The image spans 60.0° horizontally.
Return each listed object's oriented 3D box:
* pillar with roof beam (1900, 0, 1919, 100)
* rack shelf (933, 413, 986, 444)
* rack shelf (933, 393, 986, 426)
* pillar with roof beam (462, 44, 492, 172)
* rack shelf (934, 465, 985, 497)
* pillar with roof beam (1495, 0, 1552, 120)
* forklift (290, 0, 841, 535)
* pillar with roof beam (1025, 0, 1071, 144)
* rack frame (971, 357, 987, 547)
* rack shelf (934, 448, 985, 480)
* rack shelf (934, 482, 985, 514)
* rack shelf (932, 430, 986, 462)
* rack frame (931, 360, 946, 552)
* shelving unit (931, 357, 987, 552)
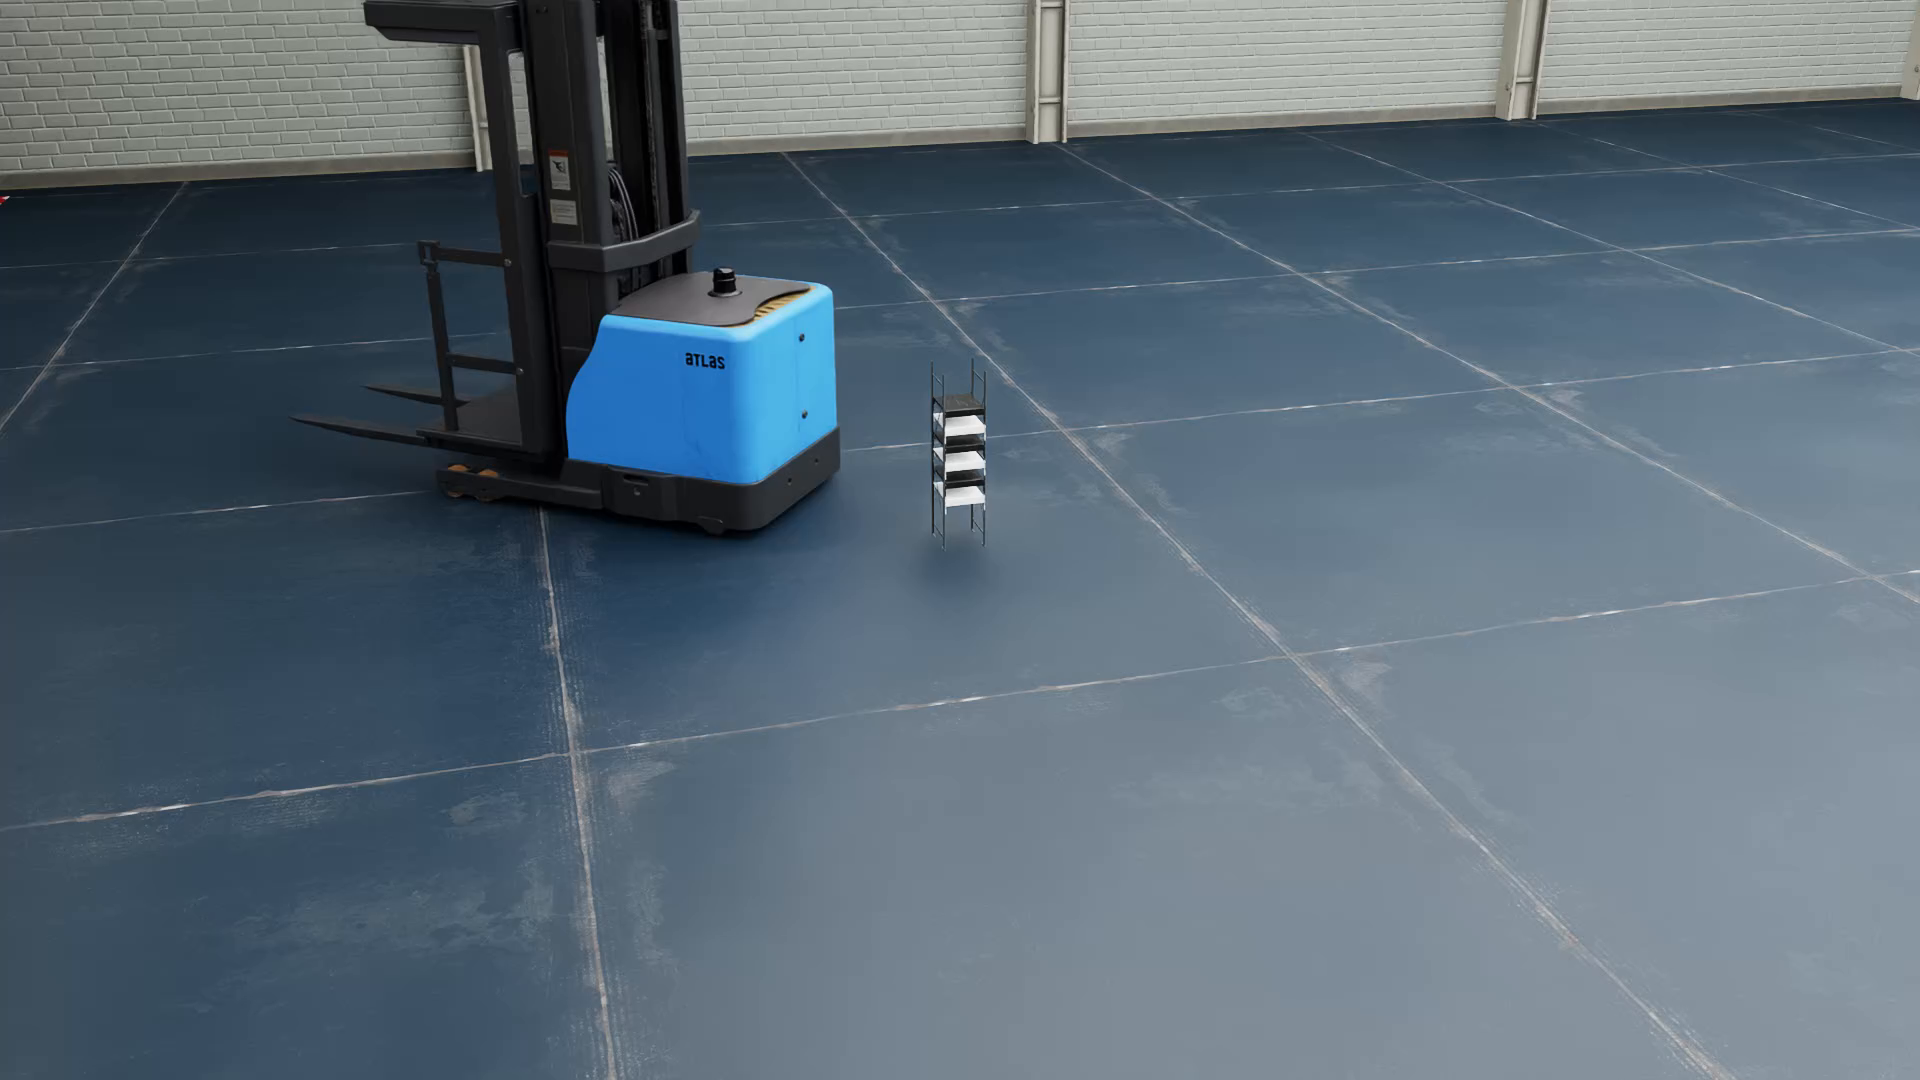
[{"bbox_3d":[13.686,-8.278,16.131,0.400,9.000,9.100,-6,24,-14],"label":"pillar with roof beam"},{"bbox_3d":[-0.008,-0.547,8.013,0.200,0.077,0.258,-6,24,-14],"label":"rack shelf"},{"bbox_3d":[-0.008,-0.630,7.977,0.200,0.077,0.258,-6,24,-14],"label":"rack shelf"},{"bbox_3d":[-3.645,-6.361,11.662,0.400,9.000,9.100,-6,24,-14],"label":"pillar with roof beam"},{"bbox_3d":[-0.008,-0.299,8.119,0.200,0.077,0.258,-6,24,-14],"label":"rack shelf"},{"bbox_3d":[7.909,-7.639,14.641,0.400,9.000,9.100,-6,24,-14],"label":"pillar with roof beam"},{"bbox_3d":[-2.213,-1.728,8.559,3.031,2.935,1.130,9,25,20],"label":"forklift"},{"bbox_3d":[2.132,-7.000,13.152,0.400,9.000,9.100,-6,24,-14],"label":"pillar with roof beam"},{"bbox_3d":[0.090,-0.424,8.096,0.006,0.900,0.240,-6,24,-14],"label":"rack frame"},{"bbox_3d":[-0.008,-0.382,8.084,0.200,0.077,0.258,-6,24,-14],"label":"rack shelf"},{"bbox_3d":[-0.008,-0.217,8.155,0.200,0.077,0.258,-6,24,-14],"label":"rack shelf"},{"bbox_3d":[-0.008,-0.465,8.048,0.200,0.077,0.258,-6,24,-14],"label":"rack shelf"},{"bbox_3d":[-0.106,-0.402,8.045,0.006,0.900,0.240,-6,24,-14],"label":"rack frame"},{"bbox_3d":[-0.008,-0.413,8.071,0.210,0.900,0.258,-6,24,-14],"label":"shelving unit"}]
